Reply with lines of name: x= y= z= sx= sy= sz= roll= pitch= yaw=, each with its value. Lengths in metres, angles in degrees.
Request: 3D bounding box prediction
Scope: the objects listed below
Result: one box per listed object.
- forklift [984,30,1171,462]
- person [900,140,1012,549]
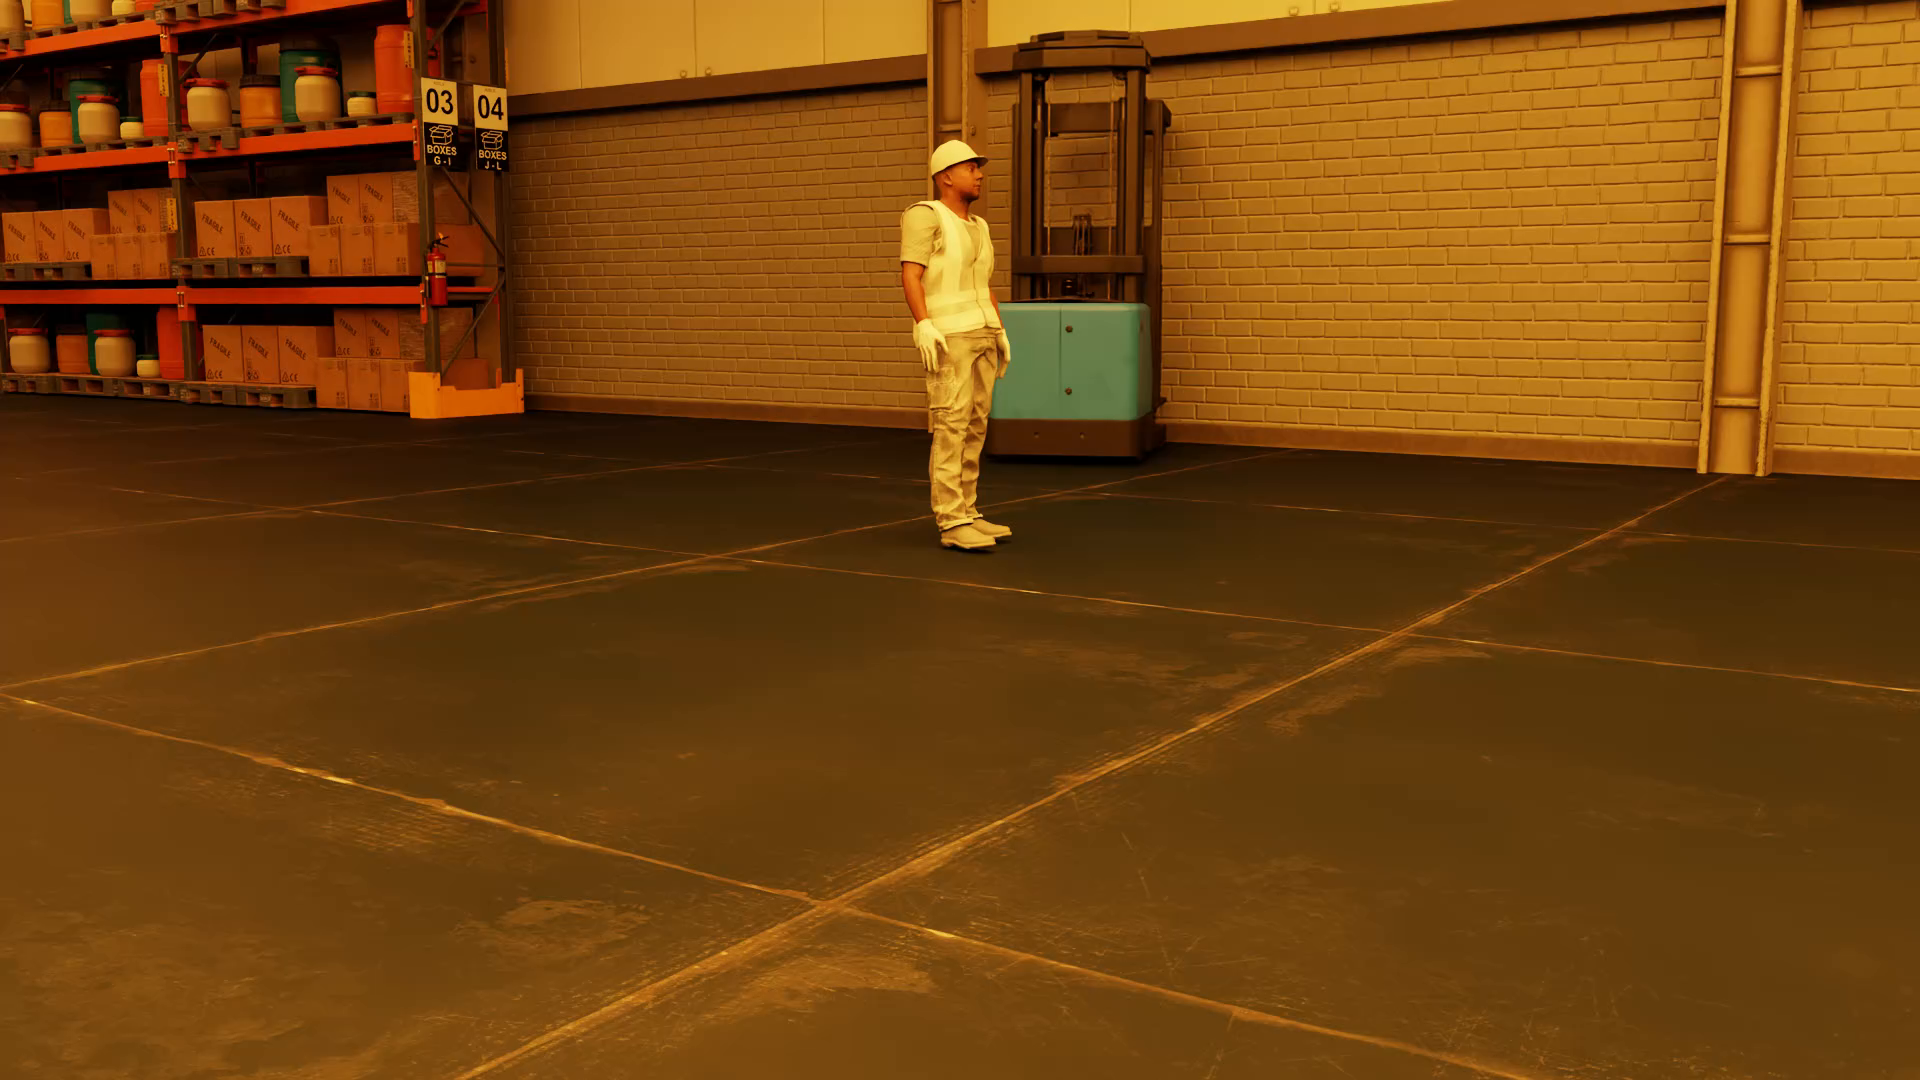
forklift: x=0.963 y=-2.147 z=12.289 sx=1.130 sy=2.935 sz=3.031 roll=2 pitch=8 yaw=12
person: x=0.055 y=-0.884 z=7.430 sx=0.575 sy=1.785 sz=0.657 roll=5 pitch=10 yaw=34
